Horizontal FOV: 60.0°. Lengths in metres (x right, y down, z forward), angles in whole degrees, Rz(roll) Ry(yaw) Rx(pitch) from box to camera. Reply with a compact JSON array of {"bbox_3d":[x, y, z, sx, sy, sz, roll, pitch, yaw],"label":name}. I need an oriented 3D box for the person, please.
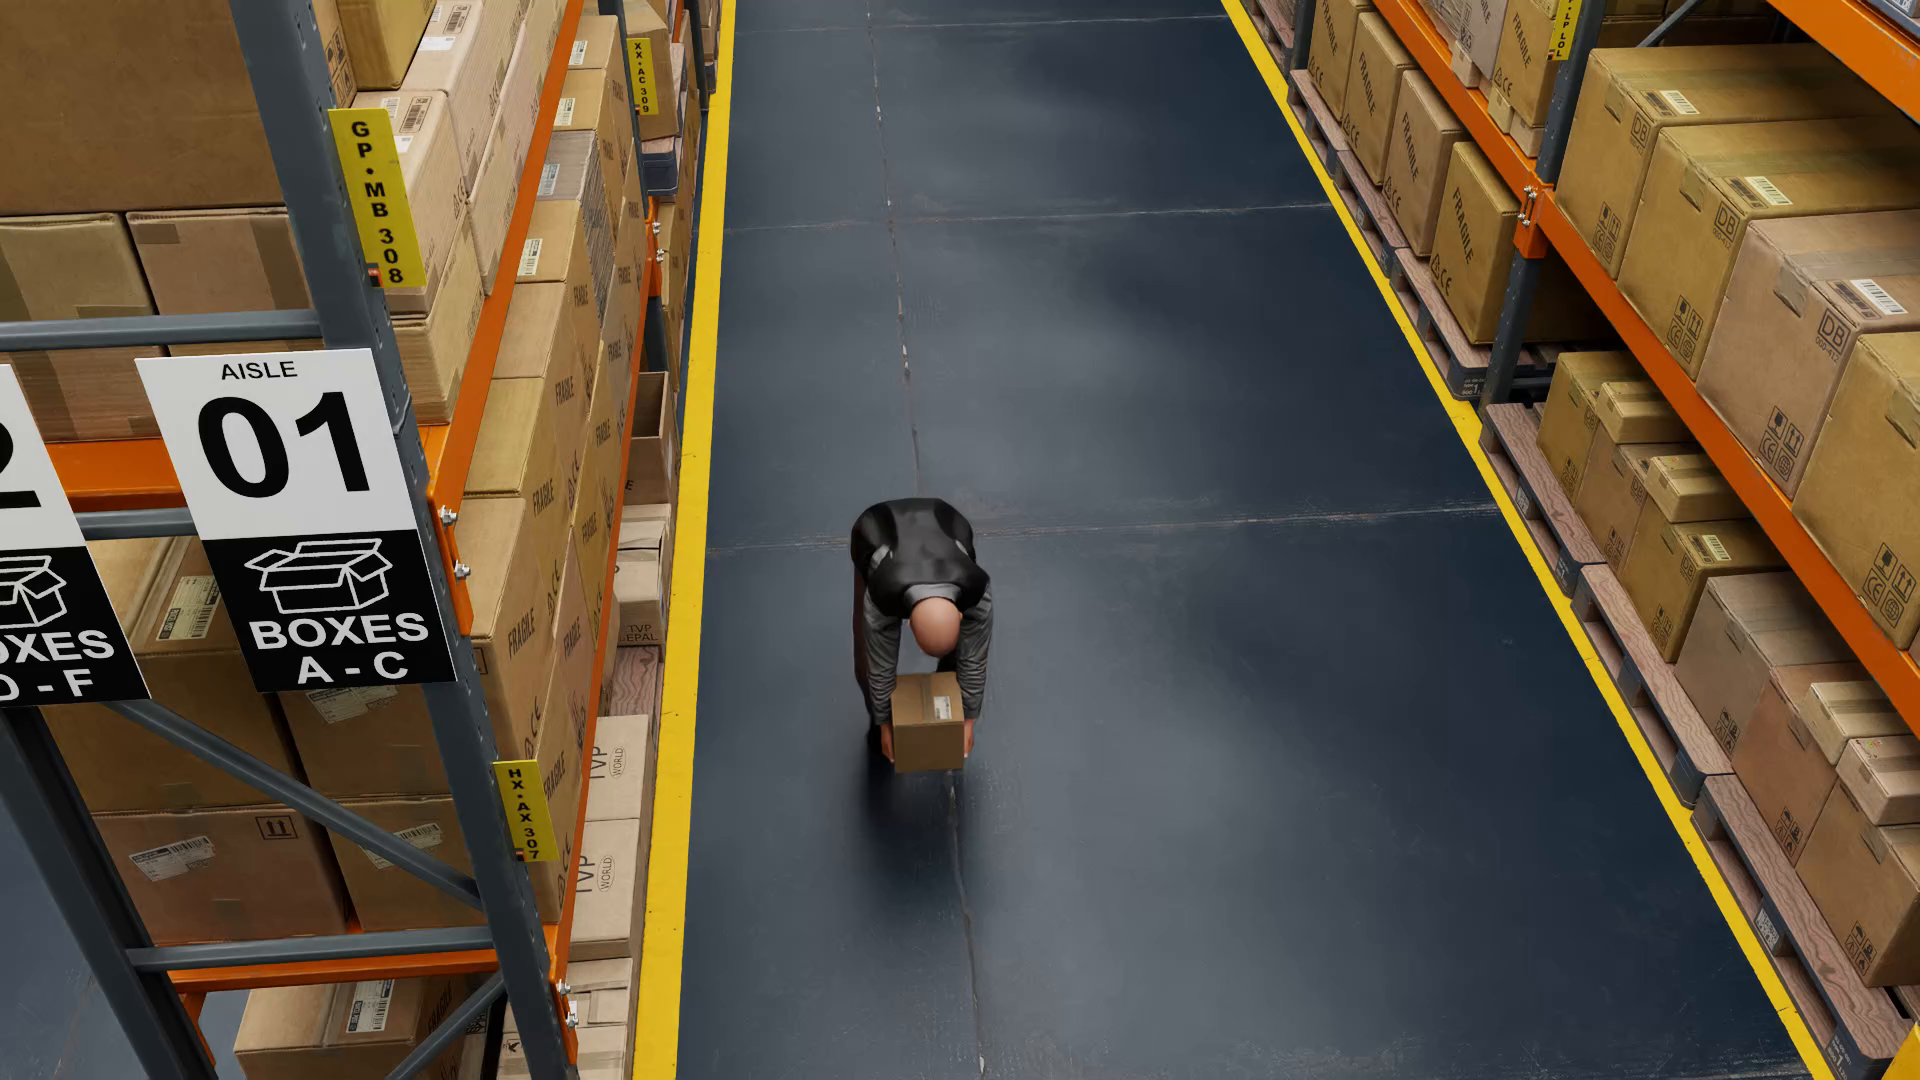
[{"bbox_3d":[-0.140,0.434,6.103,0.488,1.136,0.918,-5,39,-6],"label":"person"}]
